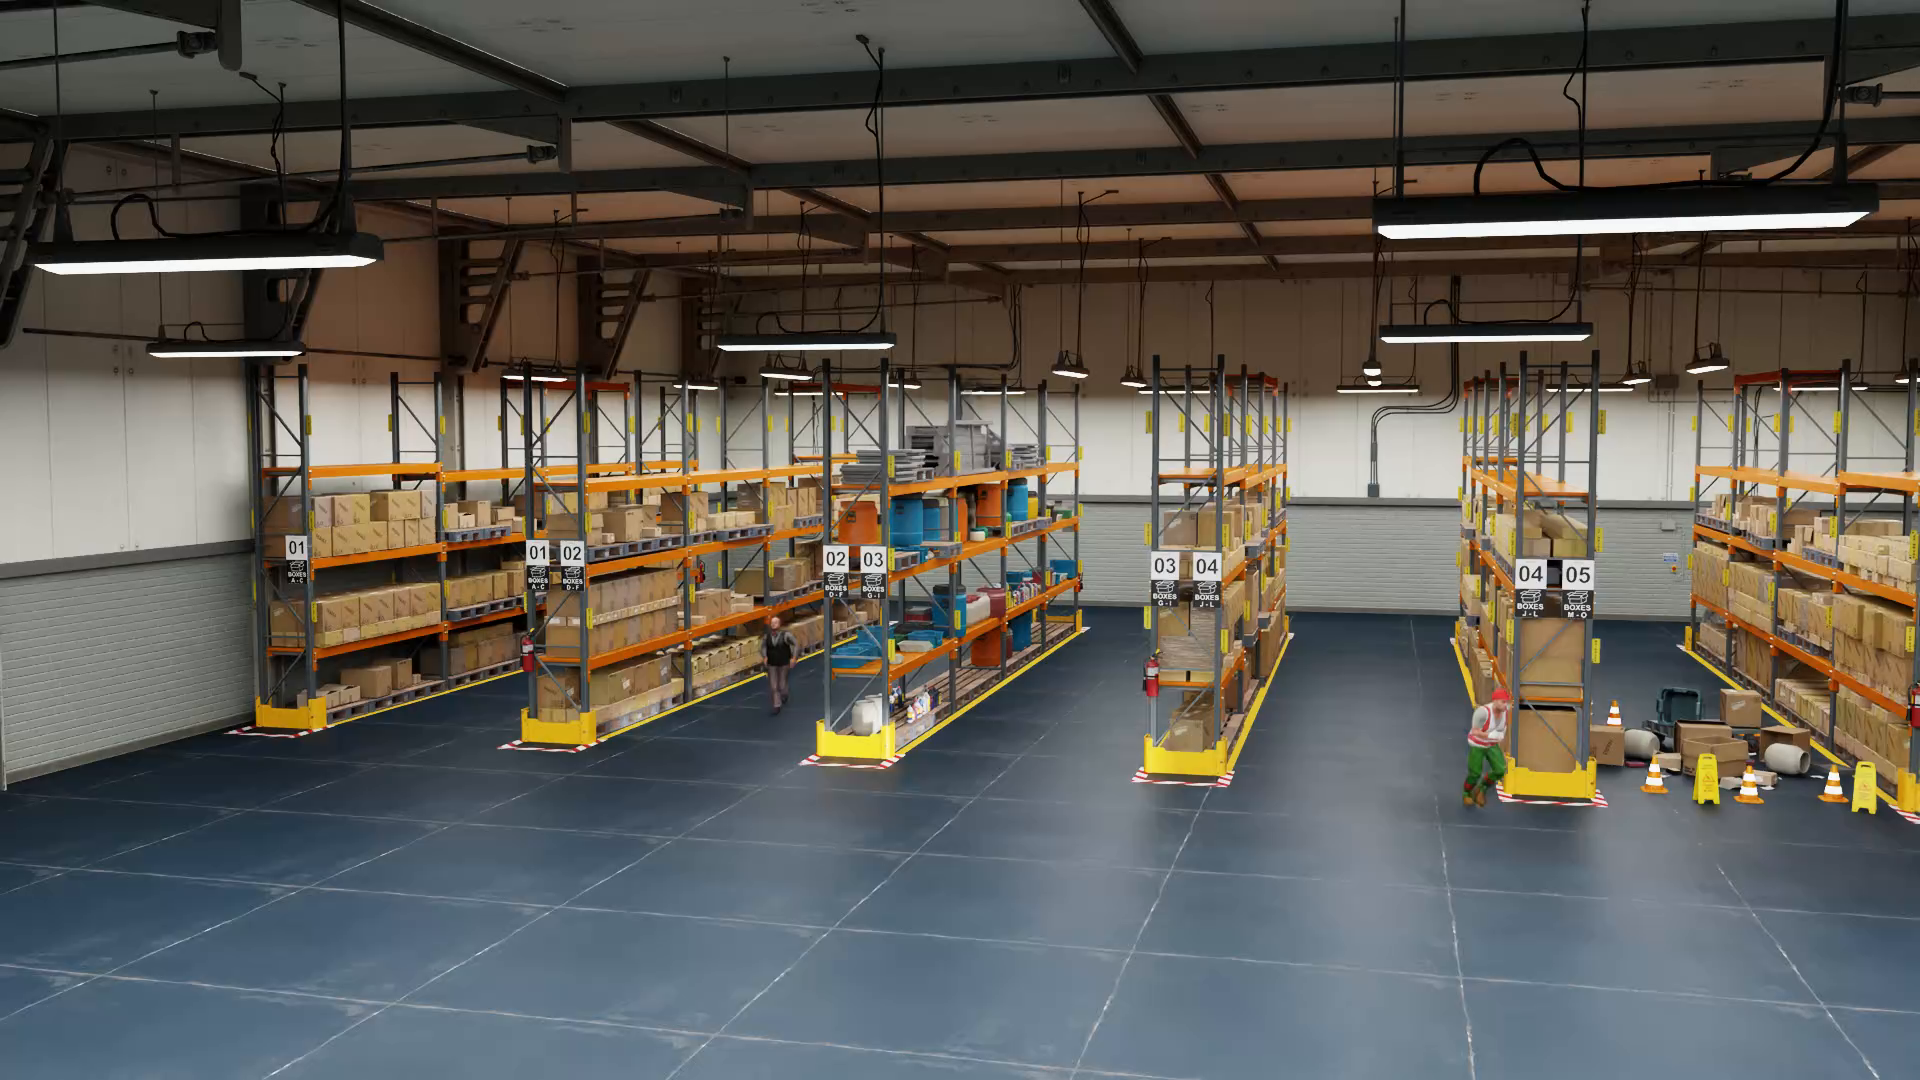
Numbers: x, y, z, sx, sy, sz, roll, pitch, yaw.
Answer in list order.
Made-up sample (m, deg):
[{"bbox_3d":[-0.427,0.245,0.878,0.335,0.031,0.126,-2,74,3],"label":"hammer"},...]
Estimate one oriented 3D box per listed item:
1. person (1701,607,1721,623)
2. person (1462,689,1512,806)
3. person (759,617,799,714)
[{"bbox_3d":[17.268,1.544,38.168,0.591,1.663,0.869,-4,5,-43],"label":"person"},{"bbox_3d":[6.883,2.692,21.603,0.698,1.615,0.933,-1,4,-18],"label":"person"},{"bbox_3d":[-3.149,2.181,28.863,0.682,1.688,0.646,1,4,8],"label":"person"}]
